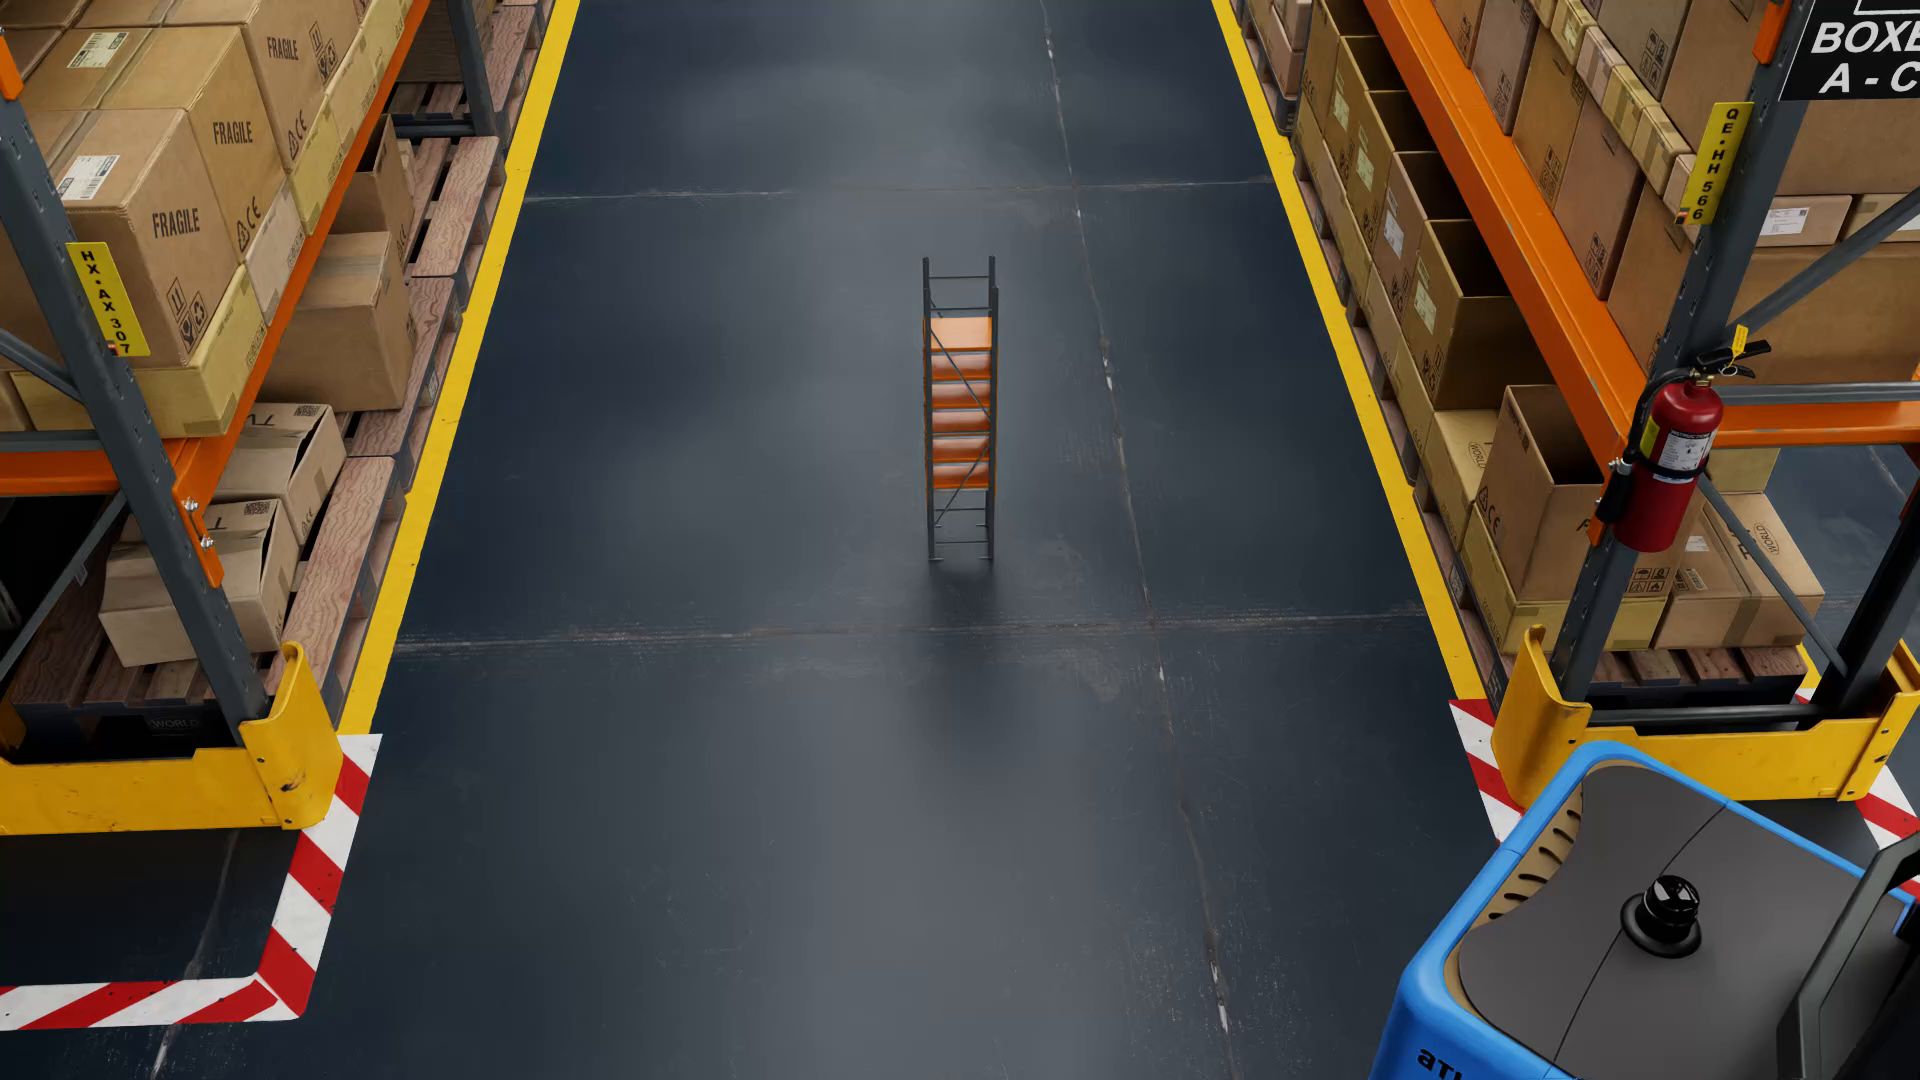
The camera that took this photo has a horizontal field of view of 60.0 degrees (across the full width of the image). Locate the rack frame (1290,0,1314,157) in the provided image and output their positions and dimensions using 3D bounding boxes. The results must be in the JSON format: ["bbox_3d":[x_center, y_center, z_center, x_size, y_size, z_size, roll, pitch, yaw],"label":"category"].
[{"bbox_3d":[2.177,-3.088,7.400,1.000,3.000,0.127,-2,43,-2],"label":"rack frame"}]

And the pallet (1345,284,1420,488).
[{"bbox_3d":[2.223,-0.697,6.854,1.003,0.211,1.213,-2,43,-2],"label":"pallet"}]

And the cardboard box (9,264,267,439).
[{"bbox_3d":[-2.306,-0.534,4.709,0.500,0.250,0.500,-3,43,-3],"label":"cardboard box"}]

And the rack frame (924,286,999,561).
[{"bbox_3d":[0.005,-0.371,5.767,0.240,1.200,0.006,-2,43,-2],"label":"rack frame"}]

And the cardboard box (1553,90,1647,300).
[{"bbox_3d":[2.312,-1.095,5.151,0.700,0.500,0.500,-1,43,-1],"label":"cardboard box"}]

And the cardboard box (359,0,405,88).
[{"bbox_3d":[-2.400,-1.909,6.209,0.500,0.250,0.500,-2,43,-2],"label":"cardboard box"}]

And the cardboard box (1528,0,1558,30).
[{"bbox_3d":[2.084,-1.791,5.430,0.380,0.149,0.250,-1,43,-1],"label":"cardboard box"}]

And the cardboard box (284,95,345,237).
[{"bbox_3d":[-2.358,-1.228,5.466,0.500,0.250,0.500,-2,43,-2],"label":"cardboard box"}]

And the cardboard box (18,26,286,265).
[{"bbox_3d":[-2.333,-1.137,4.812,0.500,0.500,0.500,-2,43,-2],"label":"cardboard box"}]

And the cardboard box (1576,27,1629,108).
[{"bbox_3d":[2.108,-1.436,5.042,0.380,0.149,0.250,-1,43,-1],"label":"cardboard box"}]

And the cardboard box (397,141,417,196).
[{"bbox_3d":[-2.720,-1.701,7.657,0.380,0.166,0.250,-7,43,-7],"label":"cardboard box"}]

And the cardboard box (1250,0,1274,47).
[{"bbox_3d":[1.850,-2.843,8.856,0.500,0.250,0.500,-2,43,-2],"label":"cardboard box"}]

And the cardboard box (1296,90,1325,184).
[{"bbox_3d":[1.893,-1.908,7.836,0.500,0.250,0.500,-2,43,-2],"label":"cardboard box"}]

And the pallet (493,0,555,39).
[{"bbox_3d":[-2.862,-3.267,9.658,1.003,0.211,1.213,-2,43,-2],"label":"pallet"}]

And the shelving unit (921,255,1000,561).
[{"bbox_3d":[0.001,-0.433,5.834,0.258,1.200,0.189,-2,43,-2],"label":"shelving unit"}]

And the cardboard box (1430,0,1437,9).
[{"bbox_3d":[2.231,-2.470,6.651,0.700,0.500,0.500,-2,43,-2],"label":"cardboard box"}]

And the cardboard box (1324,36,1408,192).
[{"bbox_3d":[1.913,-1.847,7.214,0.500,0.500,0.500,-2,43,-2],"label":"cardboard box"}]

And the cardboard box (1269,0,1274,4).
[{"bbox_3d":[1.845,-3.053,8.670,0.500,0.311,0.500,-1,43,-1],"label":"cardboard box"}]

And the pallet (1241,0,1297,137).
[{"bbox_3d":[2.106,-2.557,8.883,1.003,0.211,1.213,-2,43,-2],"label":"pallet"}]

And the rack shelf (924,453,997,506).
[{"bbox_3d":[0.001,-0.223,6.026,0.258,0.103,0.180,-2,43,-2],"label":"rack shelf"}]

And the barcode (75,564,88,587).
[{"bbox_3d":[-2.942,0.112,5.566,0.001,0.075,0.075,-2,43,-2],"label":"barcode"}]

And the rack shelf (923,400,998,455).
[{"bbox_3d":[0.001,-0.400,5.864,0.258,0.103,0.180,-2,43,-2],"label":"rack shelf"}]

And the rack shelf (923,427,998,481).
[{"bbox_3d":[0.001,-0.311,5.945,0.258,0.103,0.180,-2,43,-2],"label":"rack shelf"}]

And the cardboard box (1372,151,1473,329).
[{"bbox_3d":[1.949,-1.171,6.477,0.500,0.500,0.500,-2,43,-2],"label":"cardboard box"}]

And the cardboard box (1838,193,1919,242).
[{"bbox_3d":[2.545,-0.935,4.496,0.380,0.149,0.250,-2,43,-2],"label":"cardboard box"}]

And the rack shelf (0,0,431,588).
[{"bbox_3d":[-2.687,-1.328,6.012,1.077,0.370,4.000,-2,43,-2],"label":"rack shelf"}]

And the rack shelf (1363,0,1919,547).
[{"bbox_3d":[2.262,-1.473,6.170,1.077,0.370,4.000,-2,43,-2],"label":"rack shelf"}]

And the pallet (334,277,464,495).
[{"bbox_3d":[-2.654,-0.638,6.790,1.003,0.211,1.213,-2,43,-2],"label":"pallet"}]

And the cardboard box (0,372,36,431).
[{"bbox_3d":[-2.816,-0.505,4.678,0.500,0.250,0.500,-1,43,-1],"label":"cardboard box"}]

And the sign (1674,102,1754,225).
[{"bbox_3d":[1.804,-0.896,3.975,0.100,0.325,0.005,-2,43,-2],"label":"sign"}]

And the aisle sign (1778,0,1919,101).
[{"bbox_3d":[2.056,-1.294,3.517,0.394,0.787,0.004,-2,43,-2],"label":"aisle sign"}]

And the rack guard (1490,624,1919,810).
[{"bbox_3d":[2.348,0.550,5.280,1.175,0.500,0.348,-2,43,-2],"label":"rack guard"}]

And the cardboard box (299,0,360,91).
[{"bbox_3d":[-2.383,-1.834,5.572,0.500,0.500,0.500,0,43,0],"label":"cardboard box"}]

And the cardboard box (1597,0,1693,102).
[{"bbox_3d":[2.310,-1.609,4.752,0.700,0.500,0.500,-3,43,-3],"label":"cardboard box"}]

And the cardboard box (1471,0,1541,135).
[{"bbox_3d":[2.271,-1.785,5.904,0.700,0.500,0.500,0,43,-1],"label":"cardboard box"}]

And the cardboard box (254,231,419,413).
[{"bbox_3d":[-2.547,-0.835,6.466,0.700,0.500,0.500,-4,43,-4],"label":"cardboard box"}]

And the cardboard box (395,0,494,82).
[{"bbox_3d":[-2.820,-2.681,8.479,0.700,0.500,0.500,0,43,0],"label":"cardboard box"}]

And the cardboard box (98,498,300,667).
[{"bbox_3d":[-2.542,0.116,5.568,0.500,0.311,0.500,-6,43,-7],"label":"cardboard box"}]

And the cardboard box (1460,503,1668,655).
[{"bbox_3d":[2.029,0.117,5.626,0.500,0.250,0.500,-2,43,-2],"label":"cardboard box"}]

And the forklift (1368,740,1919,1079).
[{"bbox_3d":[2.393,1.083,2.899,3.031,2.935,1.130,30,51,29],"label":"forklift"}]

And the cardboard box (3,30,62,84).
[{"bbox_3d":[-2.846,-1.124,4.798,0.500,0.500,0.500,-1,43,-1],"label":"cardboard box"}]

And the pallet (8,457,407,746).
[{"bbox_3d":[-2.605,0.184,5.893,1.003,0.211,1.213,-2,43,-2],"label":"pallet"}]

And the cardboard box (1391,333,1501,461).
[{"bbox_3d":[1.972,-0.558,6.362,0.500,0.250,0.500,-2,43,-2],"label":"cardboard box"}]

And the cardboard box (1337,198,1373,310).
[{"bbox_3d":[1.926,-1.232,7.099,0.500,0.250,0.500,-2,43,-2],"label":"cardboard box"}]

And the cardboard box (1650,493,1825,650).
[{"bbox_3d":[2.546,0.102,5.643,0.500,0.250,0.500,-2,43,-2],"label":"cardboard box"}]

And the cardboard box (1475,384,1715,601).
[{"bbox_3d":[2.026,-0.159,5.373,0.500,0.500,0.500,-2,43,-2],"label":"cardboard box"}]

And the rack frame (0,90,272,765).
[{"bbox_3d":[-2.602,-0.243,4.296,1.000,3.000,0.127,-2,43,-2],"label":"rack frame"}]

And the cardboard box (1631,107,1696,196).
[{"bbox_3d":[2.127,-1.093,4.669,0.380,0.149,0.250,-1,43,-1],"label":"cardboard box"}]
